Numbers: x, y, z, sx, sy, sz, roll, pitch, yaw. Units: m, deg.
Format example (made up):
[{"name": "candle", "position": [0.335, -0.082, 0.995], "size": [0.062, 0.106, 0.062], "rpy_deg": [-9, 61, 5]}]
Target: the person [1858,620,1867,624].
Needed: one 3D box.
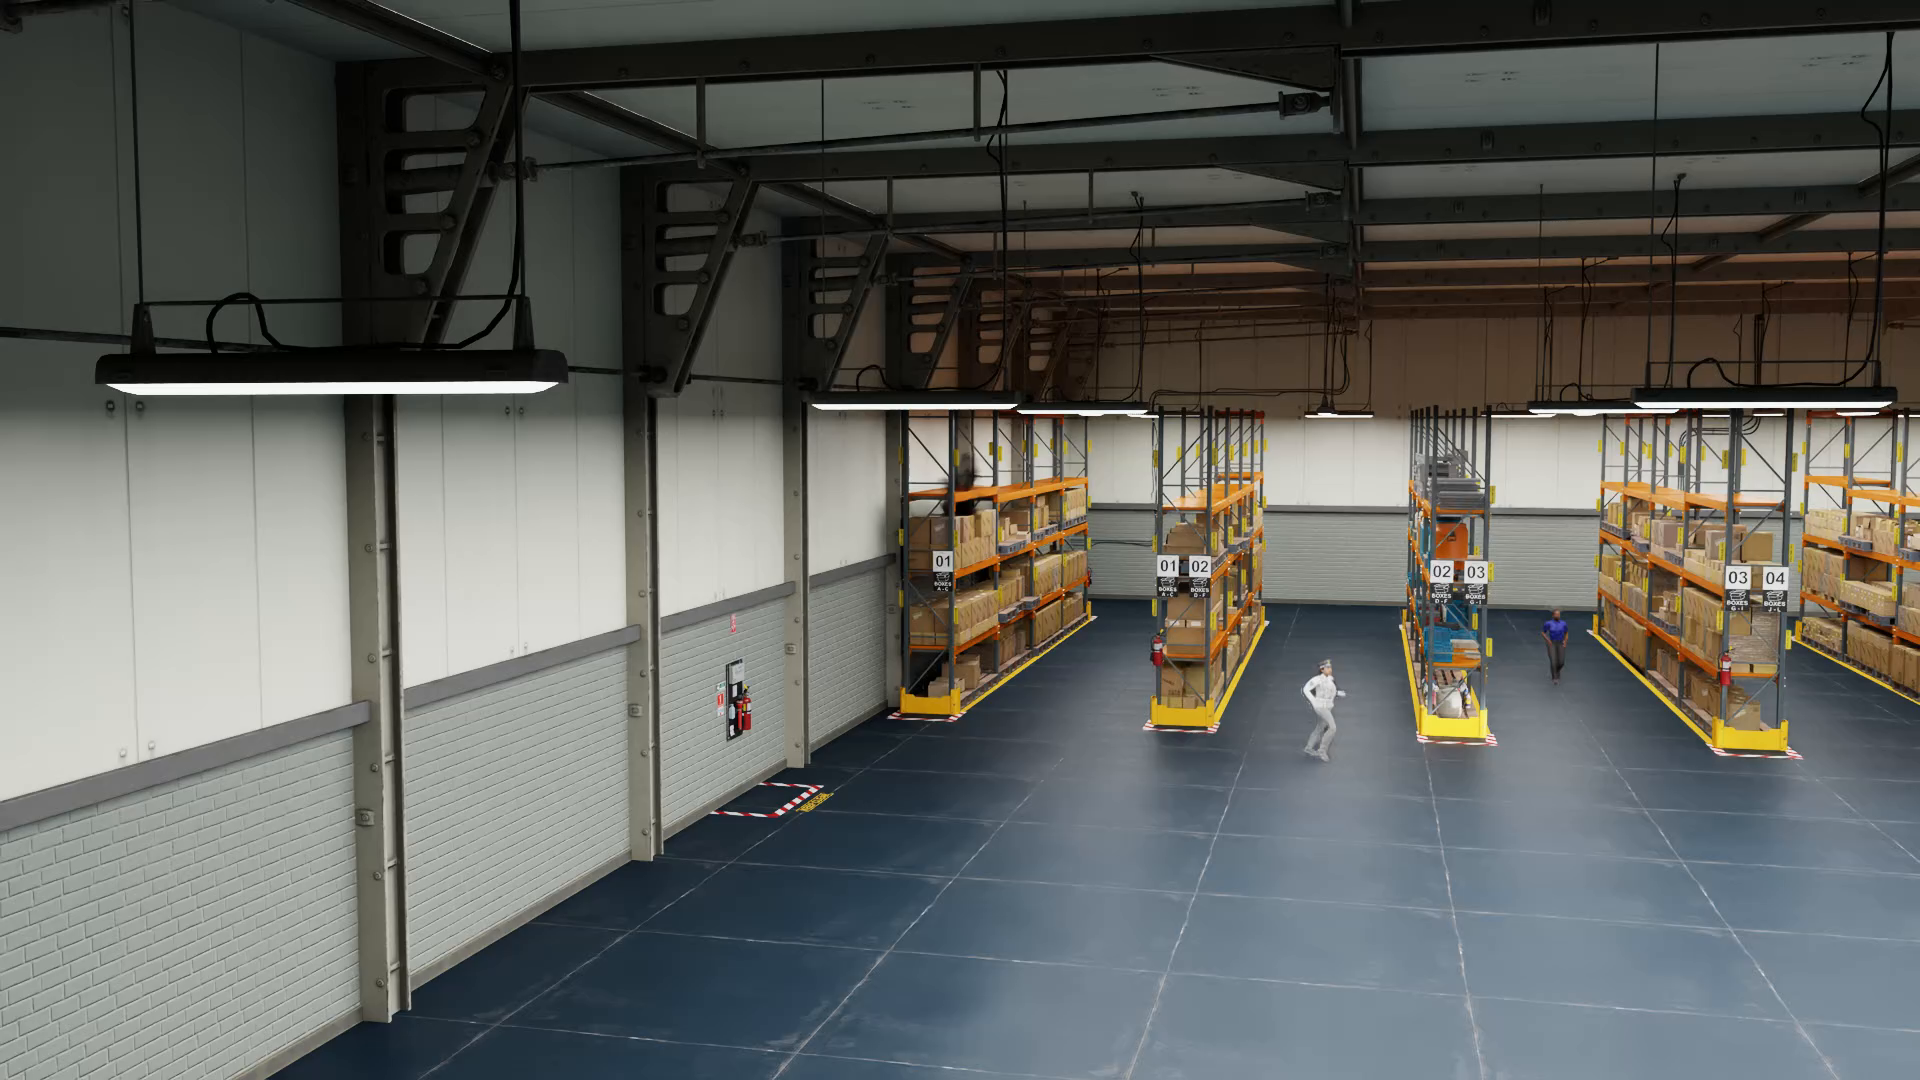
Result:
[{"name": "person", "position": [23.805, 1.762, 43.730], "size": [0.610, 1.675, 0.849], "rpy_deg": [0, 4, 2]}]

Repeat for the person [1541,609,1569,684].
[{"name": "person", "position": [12.986, 2.319, 36.290], "size": [0.584, 1.627, 0.517], "rpy_deg": [1, 4, 8]}]

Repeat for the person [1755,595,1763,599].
[{"name": "person", "position": [20.357, 1.809, 42.549], "size": [0.715, 1.733, 0.630], "rpy_deg": [1, 4, 19]}]

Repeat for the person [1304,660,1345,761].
[{"name": "person", "position": [6.170, 2.876, 28.144], "size": [0.708, 1.740, 0.579], "rpy_deg": [4, 5, 41]}]
